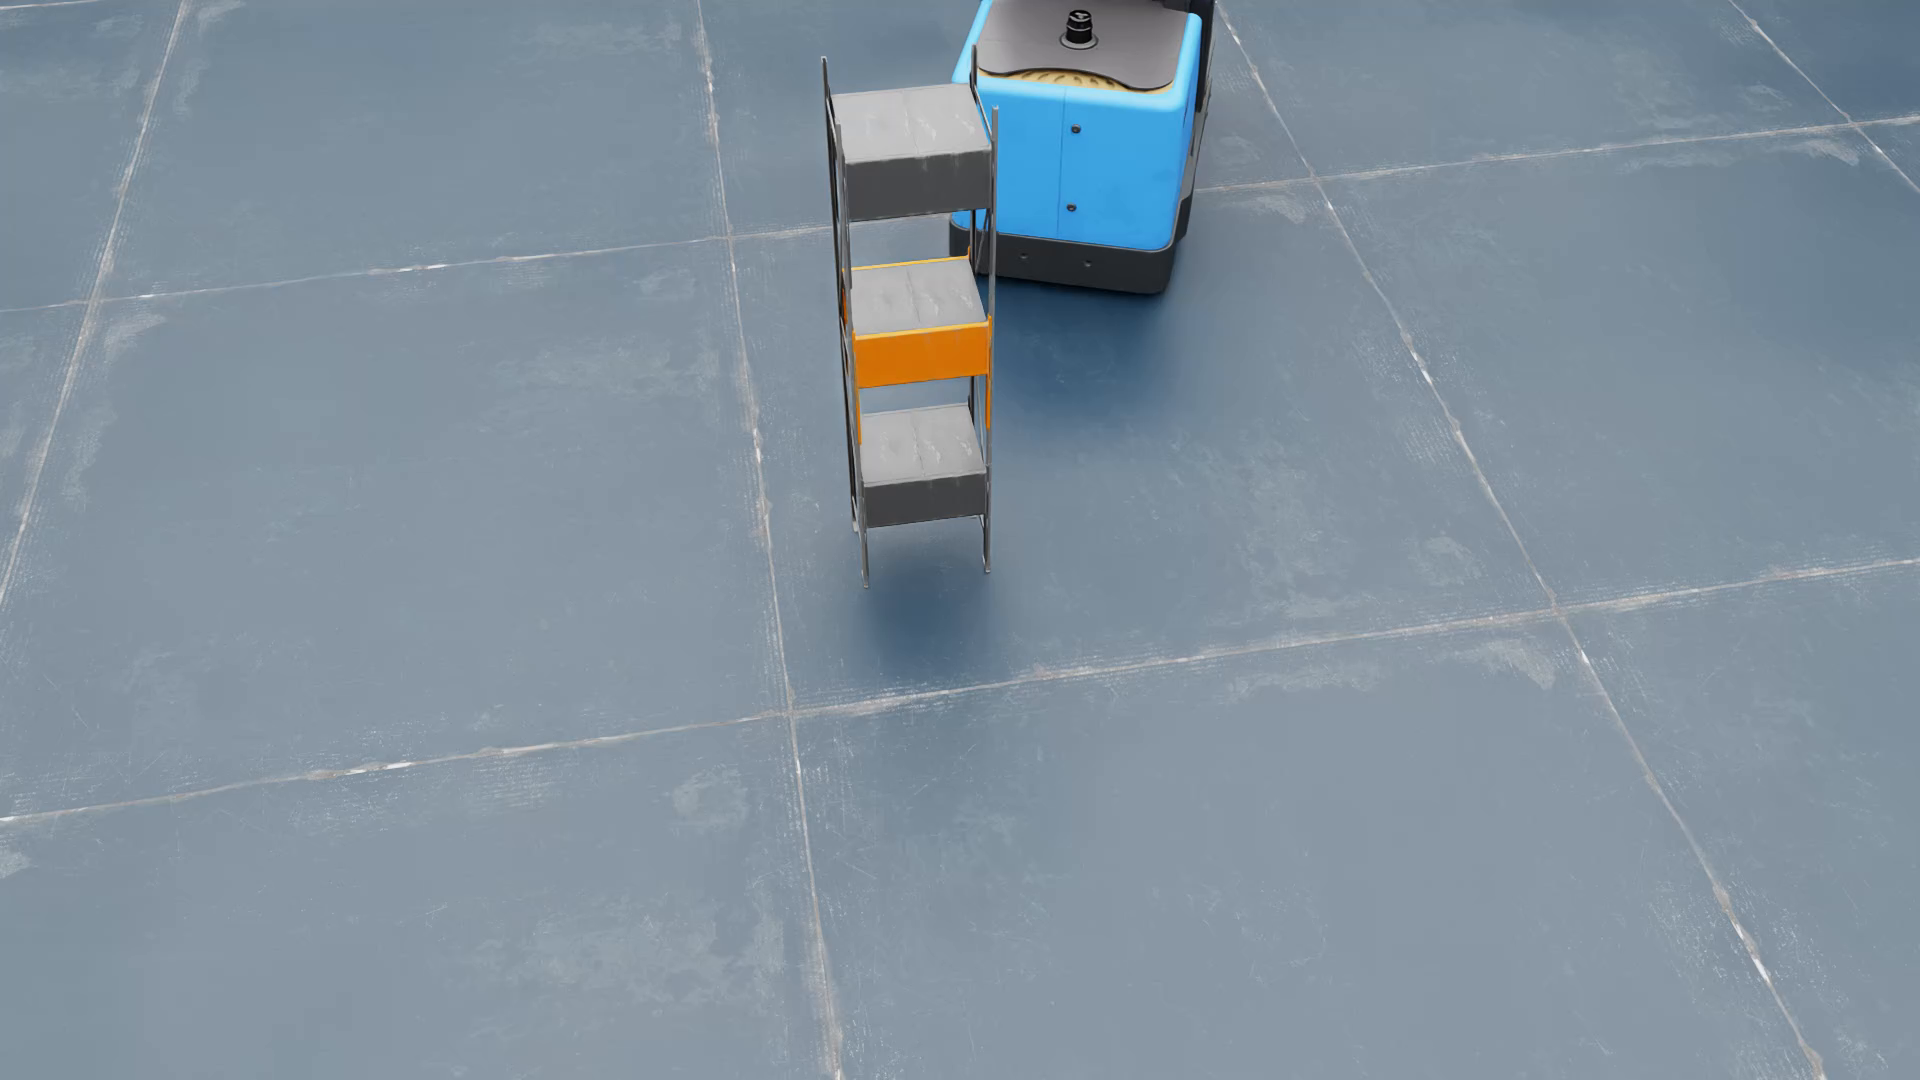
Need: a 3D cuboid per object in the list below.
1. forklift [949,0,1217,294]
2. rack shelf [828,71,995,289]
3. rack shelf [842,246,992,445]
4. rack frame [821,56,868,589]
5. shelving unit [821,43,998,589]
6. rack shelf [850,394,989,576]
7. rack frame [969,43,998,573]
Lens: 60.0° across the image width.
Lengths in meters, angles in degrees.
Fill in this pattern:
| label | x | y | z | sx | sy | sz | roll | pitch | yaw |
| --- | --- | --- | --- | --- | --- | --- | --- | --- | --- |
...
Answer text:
| label | x | y | z | sx | sy | sz | roll | pitch | yaw |
| --- | --- | --- | --- | --- | --- | --- | --- | --- | --- |
| forklift | 0.747 | -3.243 | 7.840 | 1.130 | 2.935 | 3.031 | 8 | 47 | 8 |
| rack shelf | -0.163 | -1.184 | 5.480 | 0.480 | 0.518 | 0.431 | -7 | 46 | -7 |
| rack shelf | -0.163 | -0.699 | 5.984 | 0.480 | 0.518 | 0.431 | -7 | 46 | -7 |
| rack frame | -0.404 | -0.678 | 5.945 | 0.015 | 2.100 | 0.400 | -7 | 46 | -7 |
| shelving unit | -0.163 | -0.708 | 5.974 | 0.503 | 2.100 | 0.431 | -7 | 46 | -7 |
| rack shelf | -0.163 | -0.213 | 6.488 | 0.480 | 0.518 | 0.431 | -7 | 46 | -7 |
| rack frame | 0.077 | -0.738 | 6.003 | 0.015 | 2.100 | 0.400 | -7 | 46 | -7 |
